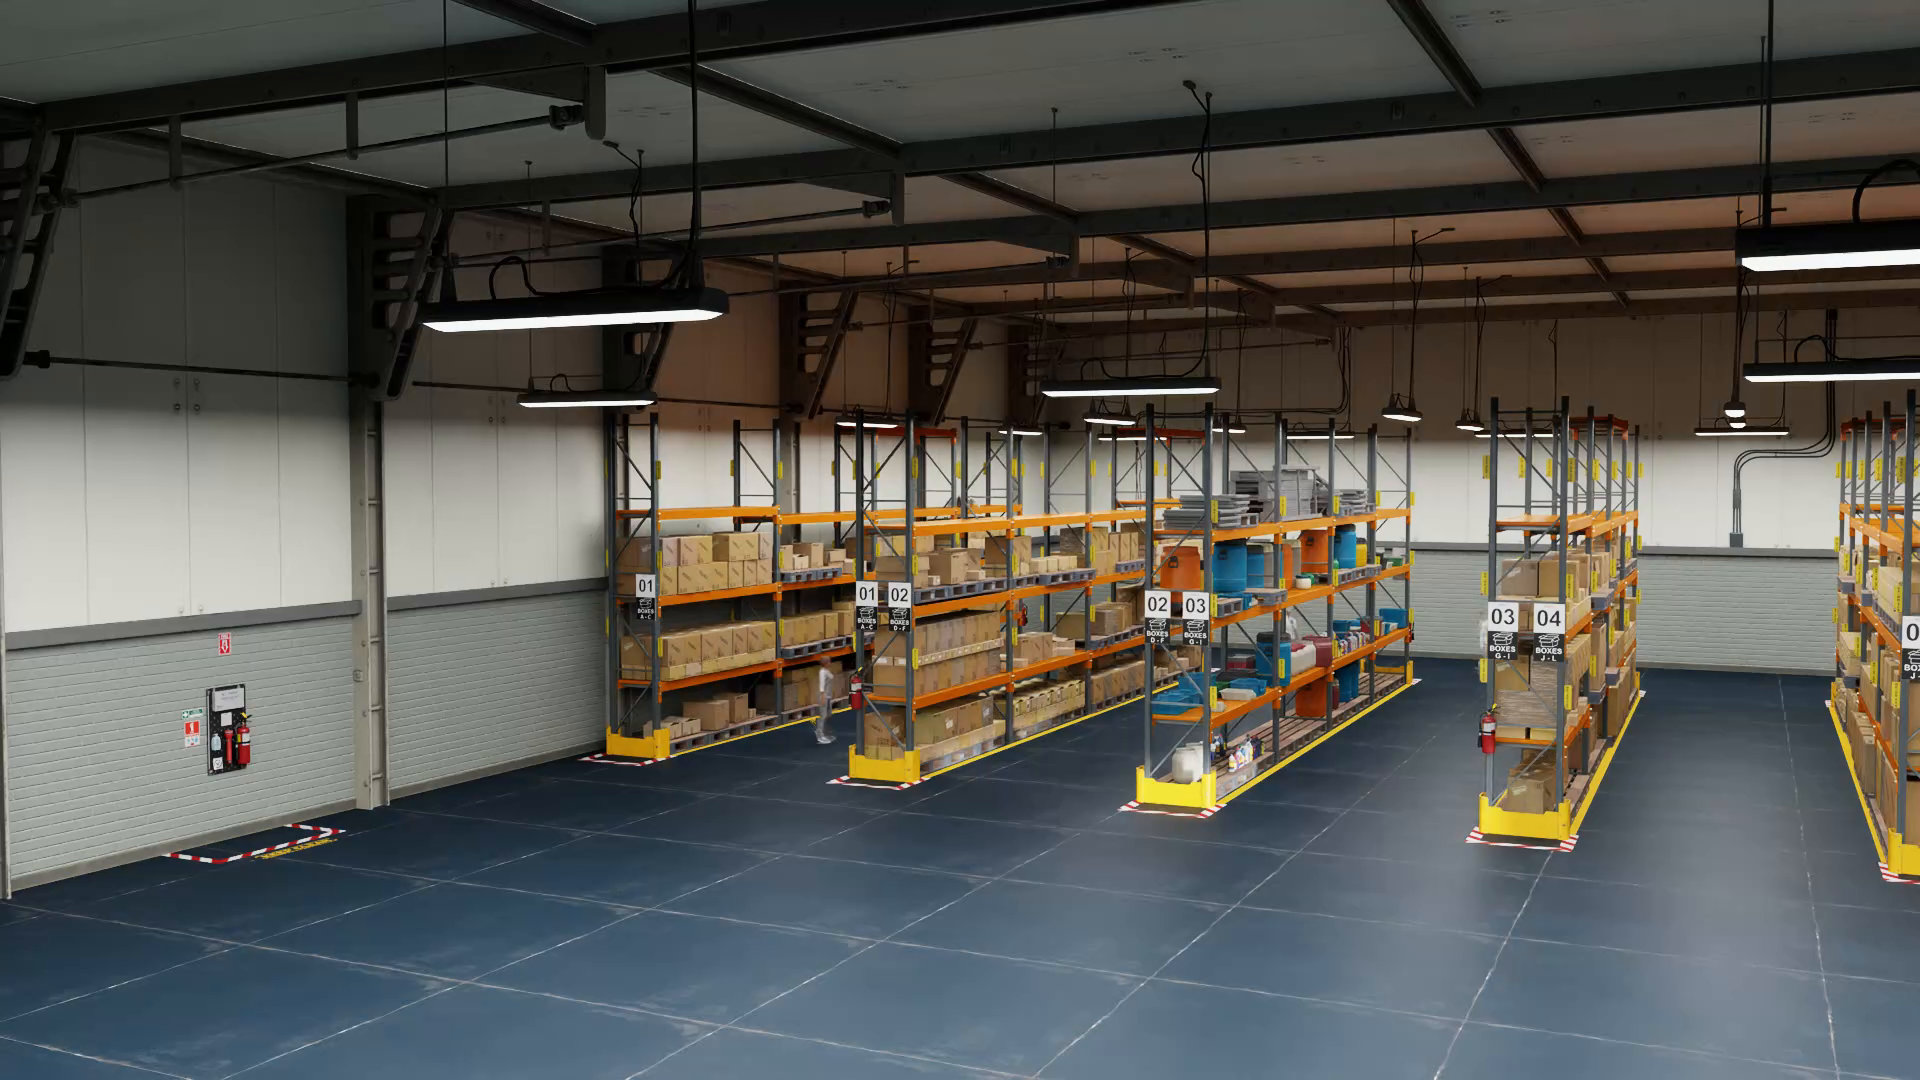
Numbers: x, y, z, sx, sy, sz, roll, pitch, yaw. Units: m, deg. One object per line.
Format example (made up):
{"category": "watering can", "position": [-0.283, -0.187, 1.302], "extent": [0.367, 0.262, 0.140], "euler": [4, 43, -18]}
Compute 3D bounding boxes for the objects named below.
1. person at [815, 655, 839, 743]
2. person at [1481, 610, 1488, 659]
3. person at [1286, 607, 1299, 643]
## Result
{"category": "person", "position": [-2.466, 2.935, 30.611], "extent": [0.398, 1.635, 0.461], "euler": [0, 2, 9]}
{"category": "person", "position": [12.710, 2.500, 39.764], "extent": [0.506, 1.699, 0.526], "euler": [1, 3, 19]}
{"category": "person", "position": [8.029, 2.467, 40.734], "extent": [0.568, 1.697, 0.420], "euler": [0, 2, 7]}
